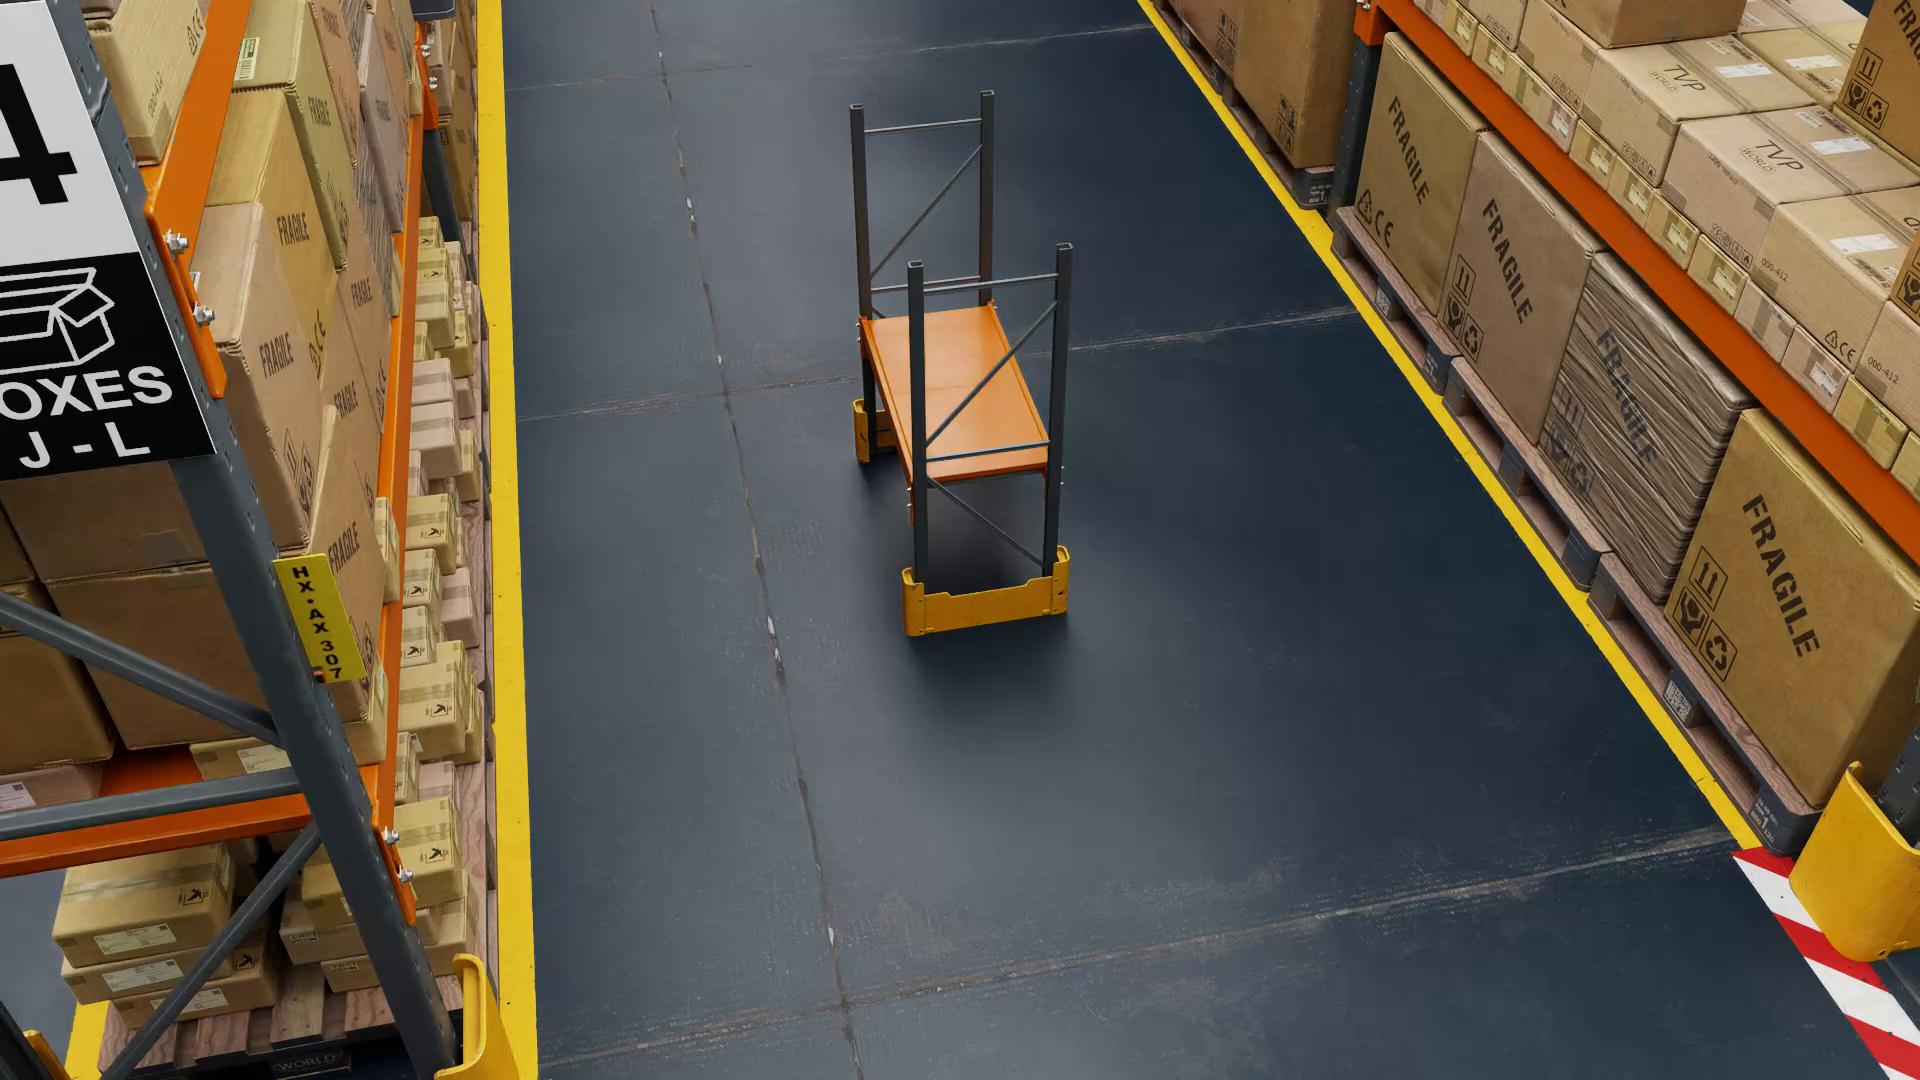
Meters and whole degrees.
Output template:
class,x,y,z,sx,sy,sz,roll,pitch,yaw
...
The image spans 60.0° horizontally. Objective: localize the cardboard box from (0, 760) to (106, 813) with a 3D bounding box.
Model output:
class,x,y,z,sx,sy,sz,roll,pitch,yaw
cardboard box,-2.095,0.479,3.640,0.380,0.149,0.250,-8,42,-9

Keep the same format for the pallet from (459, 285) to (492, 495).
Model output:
class,x,y,z,sx,sy,sz,roll,pitch,yaw
pallet,-2.432,-0.564,6.726,1.003,0.211,1.213,-8,42,-9

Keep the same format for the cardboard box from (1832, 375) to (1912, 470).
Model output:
class,x,y,z,sx,sy,sz,roll,pitch,yaw
cardboard box,2.660,-0.347,4.571,0.380,0.149,0.250,-8,42,-9

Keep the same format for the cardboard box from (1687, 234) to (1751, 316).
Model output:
class,x,y,z,sx,sy,sz,roll,pitch,yaw
cardboard box,2.496,-0.841,5.127,0.380,0.149,0.250,-9,42,-10

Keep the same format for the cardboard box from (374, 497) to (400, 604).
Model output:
class,x,y,z,sx,sy,sz,roll,pitch,yaw
cardboard box,-1.599,0.052,4.121,0.380,0.149,0.250,-9,42,-11

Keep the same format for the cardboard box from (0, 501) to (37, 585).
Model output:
class,x,y,z,sx,sy,sz,roll,pitch,yaw
cardboard box,-2.090,-0.228,3.194,0.500,0.500,0.500,-9,42,-10

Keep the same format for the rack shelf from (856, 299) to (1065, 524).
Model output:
class,x,y,z,sx,sy,sz,roll,pitch,yaw
rack shelf,-0.018,-0.482,5.934,0.538,0.185,1.000,-8,42,-9

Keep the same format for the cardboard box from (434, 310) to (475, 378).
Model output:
class,x,y,z,sx,sy,sz,roll,pitch,yaw
cardboard box,-2.088,-0.735,6.426,0.380,0.149,0.250,-10,43,-11

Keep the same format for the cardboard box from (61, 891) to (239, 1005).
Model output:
class,x,y,z,sx,sy,sz,roll,pitch,yaw
cardboard box,-2.141,1.053,4.412,0.380,0.149,0.250,-9,42,-10

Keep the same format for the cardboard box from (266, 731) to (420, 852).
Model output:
class,x,y,z,sx,sy,sz,roll,pitch,yaw
cardboard box,-1.707,0.693,4.593,0.380,0.149,0.250,-8,42,-9

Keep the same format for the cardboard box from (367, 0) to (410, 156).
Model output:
class,x,y,z,sx,sy,sz,roll,pitch,yaw
cardboard box,-2.121,-1.576,5.466,0.500,0.500,0.500,-9,42,-10

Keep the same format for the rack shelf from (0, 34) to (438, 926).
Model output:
class,x,y,z,sx,sy,sz,roll,pitch,yaw
rack shelf,-2.180,-0.471,5.063,1.077,0.370,4.000,-8,42,-9

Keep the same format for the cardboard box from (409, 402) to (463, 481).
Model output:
class,x,y,z,sx,sy,sz,roll,pitch,yaw
cardboard box,-1.928,-0.322,5.736,0.380,0.149,0.250,-10,43,-11

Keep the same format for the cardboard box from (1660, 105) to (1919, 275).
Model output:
class,x,y,z,sx,sy,sz,roll,pitch,yaw
cardboard box,2.534,-1.079,5.095,0.500,0.250,0.500,-10,43,-11

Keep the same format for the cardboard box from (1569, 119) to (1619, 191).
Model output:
class,x,y,z,sx,sy,sz,roll,pitch,yaw
cardboard box,2.330,-1.338,5.688,0.380,0.149,0.250,-9,42,-11

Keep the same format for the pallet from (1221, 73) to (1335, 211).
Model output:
class,x,y,z,sx,sy,sz,roll,pitch,yaw
pallet,2.013,-2.129,8.489,1.003,0.211,1.213,-8,42,-9

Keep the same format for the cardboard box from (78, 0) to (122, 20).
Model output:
class,x,y,z,sx,sy,sz,roll,pitch,yaw
cardboard box,-1.592,-1.025,2.622,0.500,0.250,0.500,-8,42,-9

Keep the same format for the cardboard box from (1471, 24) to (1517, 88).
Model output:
class,x,y,z,sx,sy,sz,roll,pitch,yaw
cardboard box,2.165,-1.837,6.250,0.380,0.149,0.250,-9,42,-10

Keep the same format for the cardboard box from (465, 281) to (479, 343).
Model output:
class,x,y,z,sx,sy,sz,roll,pitch,yaw
cardboard box,-2.195,-0.922,6.861,0.380,0.149,0.250,-8,42,-9

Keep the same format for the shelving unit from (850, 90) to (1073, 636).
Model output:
class,x,y,z,sx,sy,sz,roll,pitch,yaw
shelving unit,-0.016,-0.610,5.808,0.587,1.500,1.083,-8,42,-9

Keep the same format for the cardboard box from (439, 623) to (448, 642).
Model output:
class,x,y,z,sx,sy,sz,roll,pitch,yaw
cardboard box,-1.842,0.429,5.339,0.380,0.149,0.250,-8,42,-9

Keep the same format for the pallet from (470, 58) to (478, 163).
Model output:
class,x,y,z,sx,sy,sz,roll,pitch,yaw
pallet,-3.048,-2.291,8.672,1.003,0.211,1.213,-8,42,-9

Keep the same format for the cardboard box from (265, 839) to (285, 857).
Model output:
class,x,y,z,sx,sy,sz,roll,pitch,yaw
cardboard box,-2.193,0.818,4.900,0.380,0.149,0.250,-9,42,-9

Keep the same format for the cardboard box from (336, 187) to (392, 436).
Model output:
class,x,y,z,sx,sy,sz,roll,pitch,yaw
cardboard box,-1.809,-0.586,4.351,0.500,0.500,0.500,-8,42,-9

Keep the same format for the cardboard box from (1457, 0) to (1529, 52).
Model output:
class,x,y,z,sx,sy,sz,roll,pitch,yaw
cardboard box,2.201,-2.072,6.214,0.500,0.250,0.500,-9,42,-9

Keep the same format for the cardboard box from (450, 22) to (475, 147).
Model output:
class,x,y,z,sx,sy,sz,roll,pitch,yaw
cardboard box,-2.628,-2.119,7.944,0.500,0.500,0.500,-7,42,-7

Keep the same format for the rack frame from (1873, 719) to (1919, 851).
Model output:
class,x,y,z,sx,sy,sz,roll,pitch,yaw
rack frame,3.116,-0.089,4.091,1.000,3.000,0.127,-8,42,-9

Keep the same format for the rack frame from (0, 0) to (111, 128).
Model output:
class,x,y,z,sx,sy,sz,roll,pitch,yaw
rack frame,-1.748,-1.688,1.373,1.000,3.000,0.127,-8,42,-9

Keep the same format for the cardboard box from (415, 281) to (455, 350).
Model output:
class,x,y,z,sx,sy,sz,roll,pitch,yaw
cardboard box,-2.126,-0.837,6.316,0.380,0.149,0.250,-9,42,-10

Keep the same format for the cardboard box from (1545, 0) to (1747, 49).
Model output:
class,x,y,z,sx,sy,sz,roll,pitch,yaw
cardboard box,2.322,-2.014,5.583,0.500,0.500,0.500,-10,42,-11

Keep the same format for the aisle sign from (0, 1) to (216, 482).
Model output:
class,x,y,z,sx,sy,sz,roll,pitch,yaw
aisle sign,-1.440,-0.412,2.496,0.394,0.787,0.004,-8,42,-9

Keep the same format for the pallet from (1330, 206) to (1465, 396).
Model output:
class,x,y,z,sx,sy,sz,roll,pitch,yaw
pallet,2.341,-1.135,7.370,1.003,0.211,1.213,-8,42,-9

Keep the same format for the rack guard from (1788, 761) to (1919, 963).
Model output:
class,x,y,z,sx,sy,sz,roll,pitch,yaw
rack guard,3.122,0.861,4.903,1.175,0.500,0.348,-8,42,-9

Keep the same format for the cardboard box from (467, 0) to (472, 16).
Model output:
class,x,y,z,sx,sy,sz,roll,pitch,yaw
cardboard box,-2.969,-3.126,9.078,0.500,0.500,0.500,-7,42,-8

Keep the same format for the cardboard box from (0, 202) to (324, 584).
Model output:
class,x,y,z,sx,sy,sz,roll,pitch,yaw
cardboard box,-1.586,-0.296,3.271,0.500,0.500,0.500,-9,42,-10

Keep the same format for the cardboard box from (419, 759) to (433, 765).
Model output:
class,x,y,z,sx,sy,sz,roll,pitch,yaw
cardboard box,-1.754,0.646,4.870,0.380,0.149,0.250,-8,42,-9

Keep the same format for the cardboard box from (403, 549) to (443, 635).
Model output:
class,x,y,z,sx,sy,sz,roll,pitch,yaw
cardboard box,-1.821,0.181,5.169,0.380,0.149,0.250,-7,42,-8

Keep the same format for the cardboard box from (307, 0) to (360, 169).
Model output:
class,x,y,z,sx,sy,sz,roll,pitch,yaw
cardboard box,-1.905,-1.292,4.393,0.500,0.500,0.500,-10,42,-11

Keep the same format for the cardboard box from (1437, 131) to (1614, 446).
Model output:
class,x,y,z,sx,sy,sz,roll,pitch,yaw
cardboard box,2.512,-1.022,6.426,0.875,0.875,0.875,-8,42,-9

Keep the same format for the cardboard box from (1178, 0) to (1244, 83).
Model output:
class,x,y,z,sx,sy,sz,roll,pitch,yaw
cardboard box,1.902,-3.036,8.694,1.225,0.875,0.875,-10,43,-11

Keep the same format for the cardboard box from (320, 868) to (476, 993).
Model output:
class,x,y,z,sx,sy,sz,roll,pitch,yaw
cardboard box,-1.549,1.080,4.605,0.380,0.149,0.250,-8,42,-8

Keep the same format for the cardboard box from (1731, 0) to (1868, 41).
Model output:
class,x,y,z,sx,sy,sz,roll,pitch,yaw
cardboard box,2.829,-1.823,5.933,0.500,0.250,0.500,-8,42,-8

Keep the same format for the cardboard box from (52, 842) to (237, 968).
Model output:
class,x,y,z,sx,sy,sz,roll,pitch,yaw
cardboard box,-2.110,0.936,4.319,0.380,0.149,0.250,-8,42,-9

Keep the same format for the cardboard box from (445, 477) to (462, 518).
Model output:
class,x,y,z,sx,sy,sz,roll,pitch,yaw
cardboard box,-1.980,-0.073,5.904,0.380,0.149,0.250,-8,42,-8
